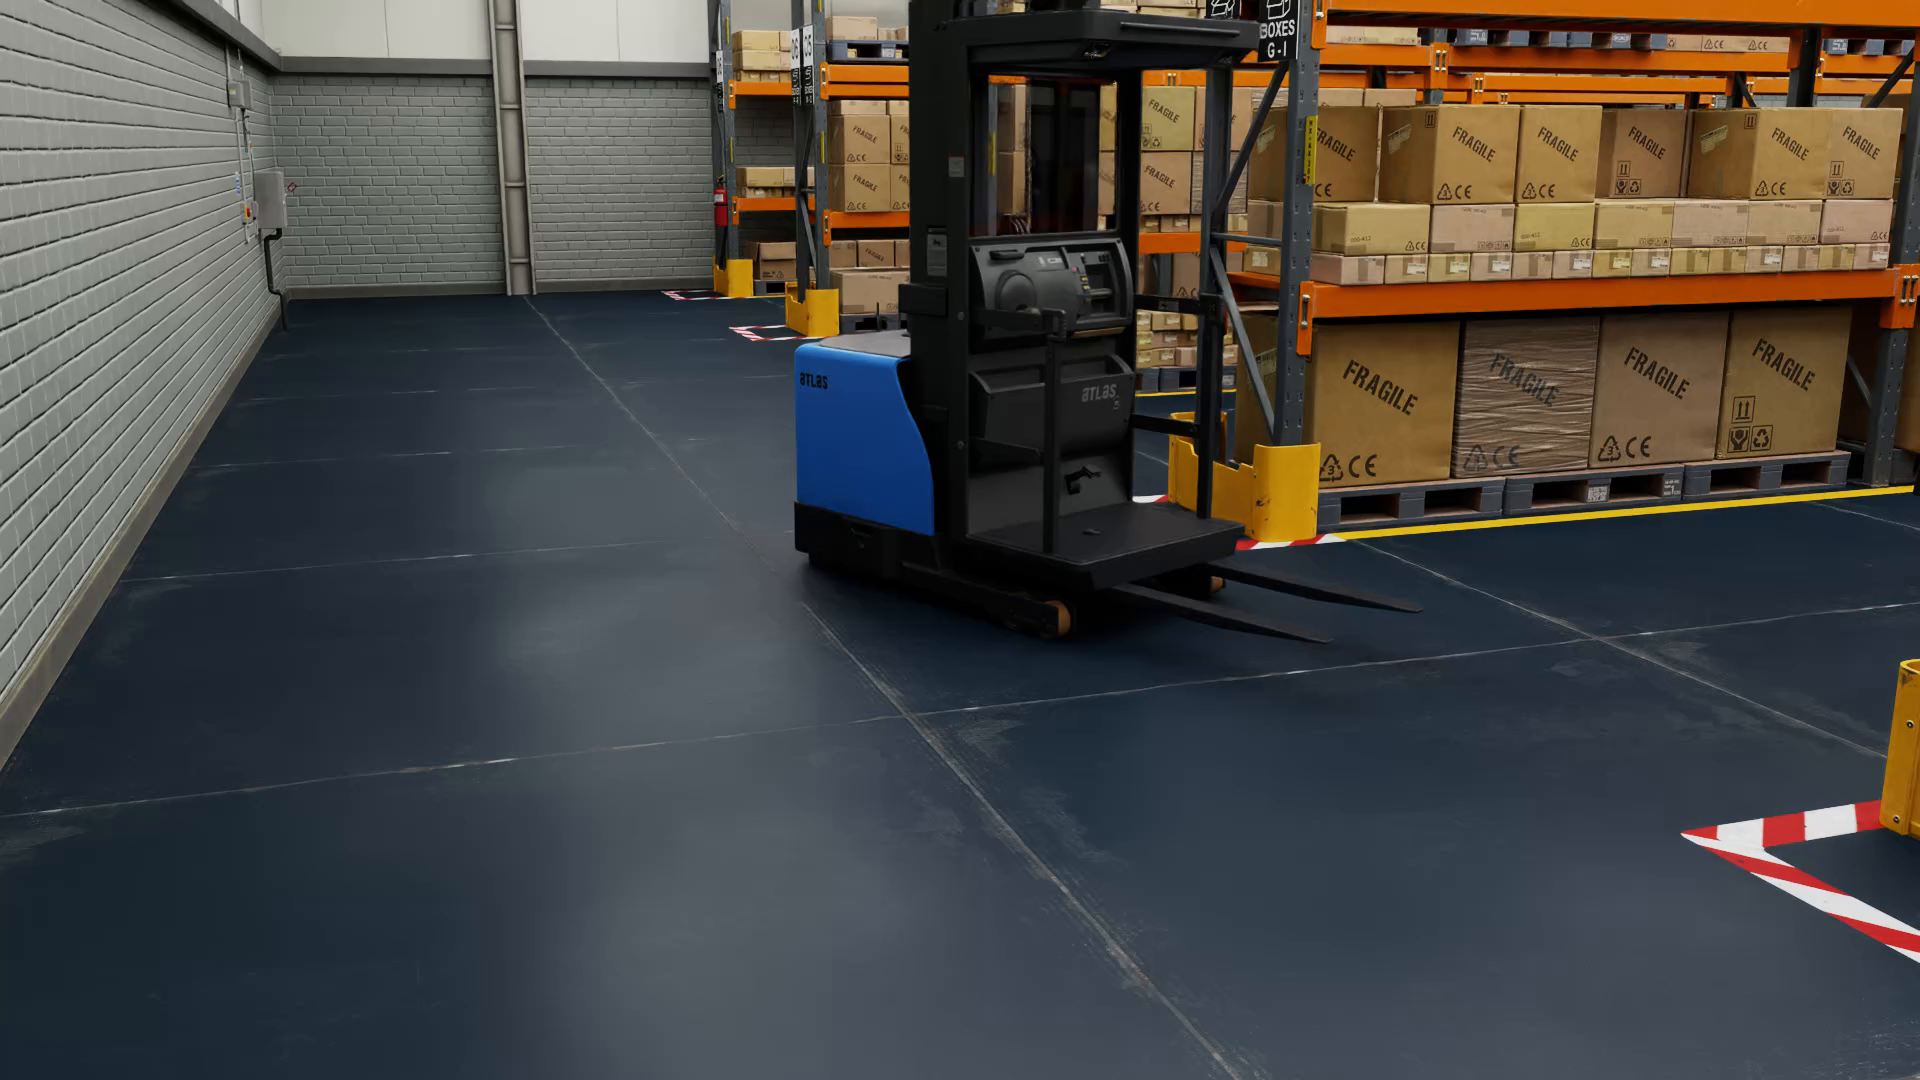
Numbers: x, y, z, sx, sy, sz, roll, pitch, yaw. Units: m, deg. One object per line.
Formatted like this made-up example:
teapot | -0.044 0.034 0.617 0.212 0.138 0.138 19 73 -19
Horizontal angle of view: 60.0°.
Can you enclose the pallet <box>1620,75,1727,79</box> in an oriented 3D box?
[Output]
pallet | 9.148 -5.988 21.258 1.003 0.211 1.213 -4 14 -18

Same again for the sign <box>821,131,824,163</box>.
sign | -1.435 -4.094 17.330 0.005 0.325 0.100 -4 14 -18

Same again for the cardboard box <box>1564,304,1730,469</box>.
cardboard box | 3.841 -0.951 9.844 0.875 0.875 0.875 -4 14 -18

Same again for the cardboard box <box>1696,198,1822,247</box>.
cardboard box | 4.521 -1.821 9.498 0.500 0.250 0.500 -4 14 -16

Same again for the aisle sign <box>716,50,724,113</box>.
aisle sign | -3.164 -6.040 21.936 0.004 0.787 0.394 -4 14 -18

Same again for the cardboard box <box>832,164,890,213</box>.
cardboard box | -1.060 -3.778 17.826 0.500 0.500 0.500 -5 14 -19

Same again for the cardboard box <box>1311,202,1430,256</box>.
cardboard box | 2.095 -1.631 8.699 0.500 0.250 0.500 -5 14 -20

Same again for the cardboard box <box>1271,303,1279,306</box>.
cardboard box | 2.871 -1.947 14.315 0.250 0.149 0.380 -4 14 -16

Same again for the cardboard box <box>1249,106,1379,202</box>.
cardboard box | 1.932 -2.113 9.105 0.500 0.500 0.500 -4 14 -17

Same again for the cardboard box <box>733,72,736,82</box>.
cardboard box | -2.963 -6.256 22.523 0.250 0.149 0.380 -4 14 -17

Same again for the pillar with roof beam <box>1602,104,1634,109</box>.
pillar with roof beam | 12.397 -8.146 23.445 0.400 9.000 9.100 -4 14 -18

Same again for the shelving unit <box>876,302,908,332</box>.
shelving unit | -0.292 -0.647 8.770 0.189 1.200 0.258 -9 16 -32

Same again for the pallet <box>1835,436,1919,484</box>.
pallet | 6.053 -0.595 10.688 1.213 0.211 1.003 -4 14 -18

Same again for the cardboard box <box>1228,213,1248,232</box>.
cardboard box | 2.205 -2.648 13.835 0.250 0.149 0.380 -4 14 -17

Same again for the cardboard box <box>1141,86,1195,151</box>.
cardboard box | 1.555 -3.405 13.456 0.500 0.500 0.500 -5 14 -19

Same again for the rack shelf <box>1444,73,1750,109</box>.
rack shelf | 7.872 -5.604 20.792 4.000 0.370 1.077 -4 14 -18

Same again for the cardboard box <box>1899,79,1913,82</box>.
cardboard box | 12.339 -6.116 21.934 0.250 0.149 0.380 -5 14 -19

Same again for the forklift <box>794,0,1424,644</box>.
forklift | 0.557 -1.144 7.116 1.130 2.935 3.031 -12 18 -41

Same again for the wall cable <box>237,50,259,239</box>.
wall cable | -7.406 -4.140 17.369 0.122 1.984 0.588 -4 14 -18

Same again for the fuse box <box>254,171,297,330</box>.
fuse box | -7.475 -3.180 18.313 0.414 1.711 0.539 -4 14 -18

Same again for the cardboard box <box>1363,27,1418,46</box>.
cardboard box | 3.480 -4.264 13.930 0.500 0.250 0.500 -4 14 -17

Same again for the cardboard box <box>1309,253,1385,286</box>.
cardboard box | 1.996 -1.415 8.651 0.250 0.149 0.380 -4 14 -17

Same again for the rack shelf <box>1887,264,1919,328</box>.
rack shelf | 7.241 -1.676 10.761 4.000 0.370 1.077 -4 14 -18

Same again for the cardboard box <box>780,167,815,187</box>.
cardboard box | -2.199 -4.928 22.561 0.500 0.250 0.500 -4 14 -17

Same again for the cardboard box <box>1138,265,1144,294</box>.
cardboard box | 1.556 -2.987 19.346 0.875 0.438 0.875 -5 14 -19

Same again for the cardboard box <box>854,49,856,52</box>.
cardboard box | -1.252 -6.710 22.489 0.500 0.250 0.500 -4 14 -17

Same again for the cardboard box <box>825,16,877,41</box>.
cardboard box | -1.208 -5.449 17.786 0.500 0.250 0.500 -6 15 -23

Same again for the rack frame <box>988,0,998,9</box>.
rack frame | 0.068 -5.597 12.726 0.127 3.000 1.000 -4 14 -18

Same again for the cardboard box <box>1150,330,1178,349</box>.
cardboard box | 1.627 -1.704 13.933 0.250 0.149 0.380 -5 14 -21

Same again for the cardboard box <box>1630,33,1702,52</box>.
cardboard box | 6.245 -4.603 14.814 0.500 0.500 0.500 -4 14 -18

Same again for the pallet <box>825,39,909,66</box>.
pallet | -0.906 -5.230 17.856 1.213 0.211 1.003 -4 14 -18

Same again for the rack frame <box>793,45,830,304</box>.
rack frame | -1.606 -3.756 17.953 0.127 3.000 1.000 -4 14 -18

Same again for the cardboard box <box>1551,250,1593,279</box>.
cardboard box | 3.214 -1.510 9.052 0.250 0.149 0.380 -5 14 -19

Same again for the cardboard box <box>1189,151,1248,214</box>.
cardboard box | 2.030 -2.962 13.753 0.500 0.500 0.500 -5 14 -20

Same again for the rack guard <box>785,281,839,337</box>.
rack guard | -1.629 -2.539 18.235 0.348 0.500 1.175 -4 14 -18

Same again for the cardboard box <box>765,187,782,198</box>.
cardboard box | -2.568 -4.716 22.528 0.250 0.149 0.380 -4 14 -17

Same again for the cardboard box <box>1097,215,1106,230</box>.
cardboard box | 0.980 -2.544 13.399 0.250 0.149 0.380 -5 14 -20

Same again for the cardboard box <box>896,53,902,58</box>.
cardboard box | -0.758 -6.505 22.706 0.500 0.250 0.500 -4 14 -17

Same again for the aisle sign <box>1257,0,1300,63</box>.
aisle sign | 1.582 -2.777 8.216 0.004 0.787 0.394 -4 14 -18

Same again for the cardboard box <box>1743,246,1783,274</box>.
cardboard box | 4.430 -1.605 9.450 0.250 0.149 0.380 -4 14 -17

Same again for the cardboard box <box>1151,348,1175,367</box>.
cardboard box | 1.611 -1.556 13.954 0.250 0.149 0.380 -4 14 -18

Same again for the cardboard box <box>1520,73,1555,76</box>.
cardboard box | 6.877 -5.923 20.362 0.500 0.500 0.700 -4 14 -18

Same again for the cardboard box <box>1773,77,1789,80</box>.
cardboard box | 10.408 -5.955 21.256 0.250 0.149 0.380 -4 14 -18

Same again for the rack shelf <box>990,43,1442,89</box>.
rack shelf | 1.964 -3.935 13.777 4.000 0.370 1.077 -4 14 -18

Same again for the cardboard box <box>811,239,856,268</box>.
cardboard box | -1.760 -3.912 23.101 0.500 0.500 0.700 -4 14 -16

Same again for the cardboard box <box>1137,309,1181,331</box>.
cardboard box | 1.650 -1.841 13.869 0.250 0.149 0.380 -4 14 -16

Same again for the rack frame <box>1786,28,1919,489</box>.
rack frame | 5.346 -1.878 10.057 0.127 3.000 1.000 -4 14 -18

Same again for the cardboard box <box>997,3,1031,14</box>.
cardboard box | 0.575 -4.042 12.994 0.500 0.250 0.500 -4 14 -16

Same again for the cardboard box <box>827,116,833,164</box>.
cardboard box | -1.225 -4.379 18.195 0.500 0.500 0.500 -4 14 -16
